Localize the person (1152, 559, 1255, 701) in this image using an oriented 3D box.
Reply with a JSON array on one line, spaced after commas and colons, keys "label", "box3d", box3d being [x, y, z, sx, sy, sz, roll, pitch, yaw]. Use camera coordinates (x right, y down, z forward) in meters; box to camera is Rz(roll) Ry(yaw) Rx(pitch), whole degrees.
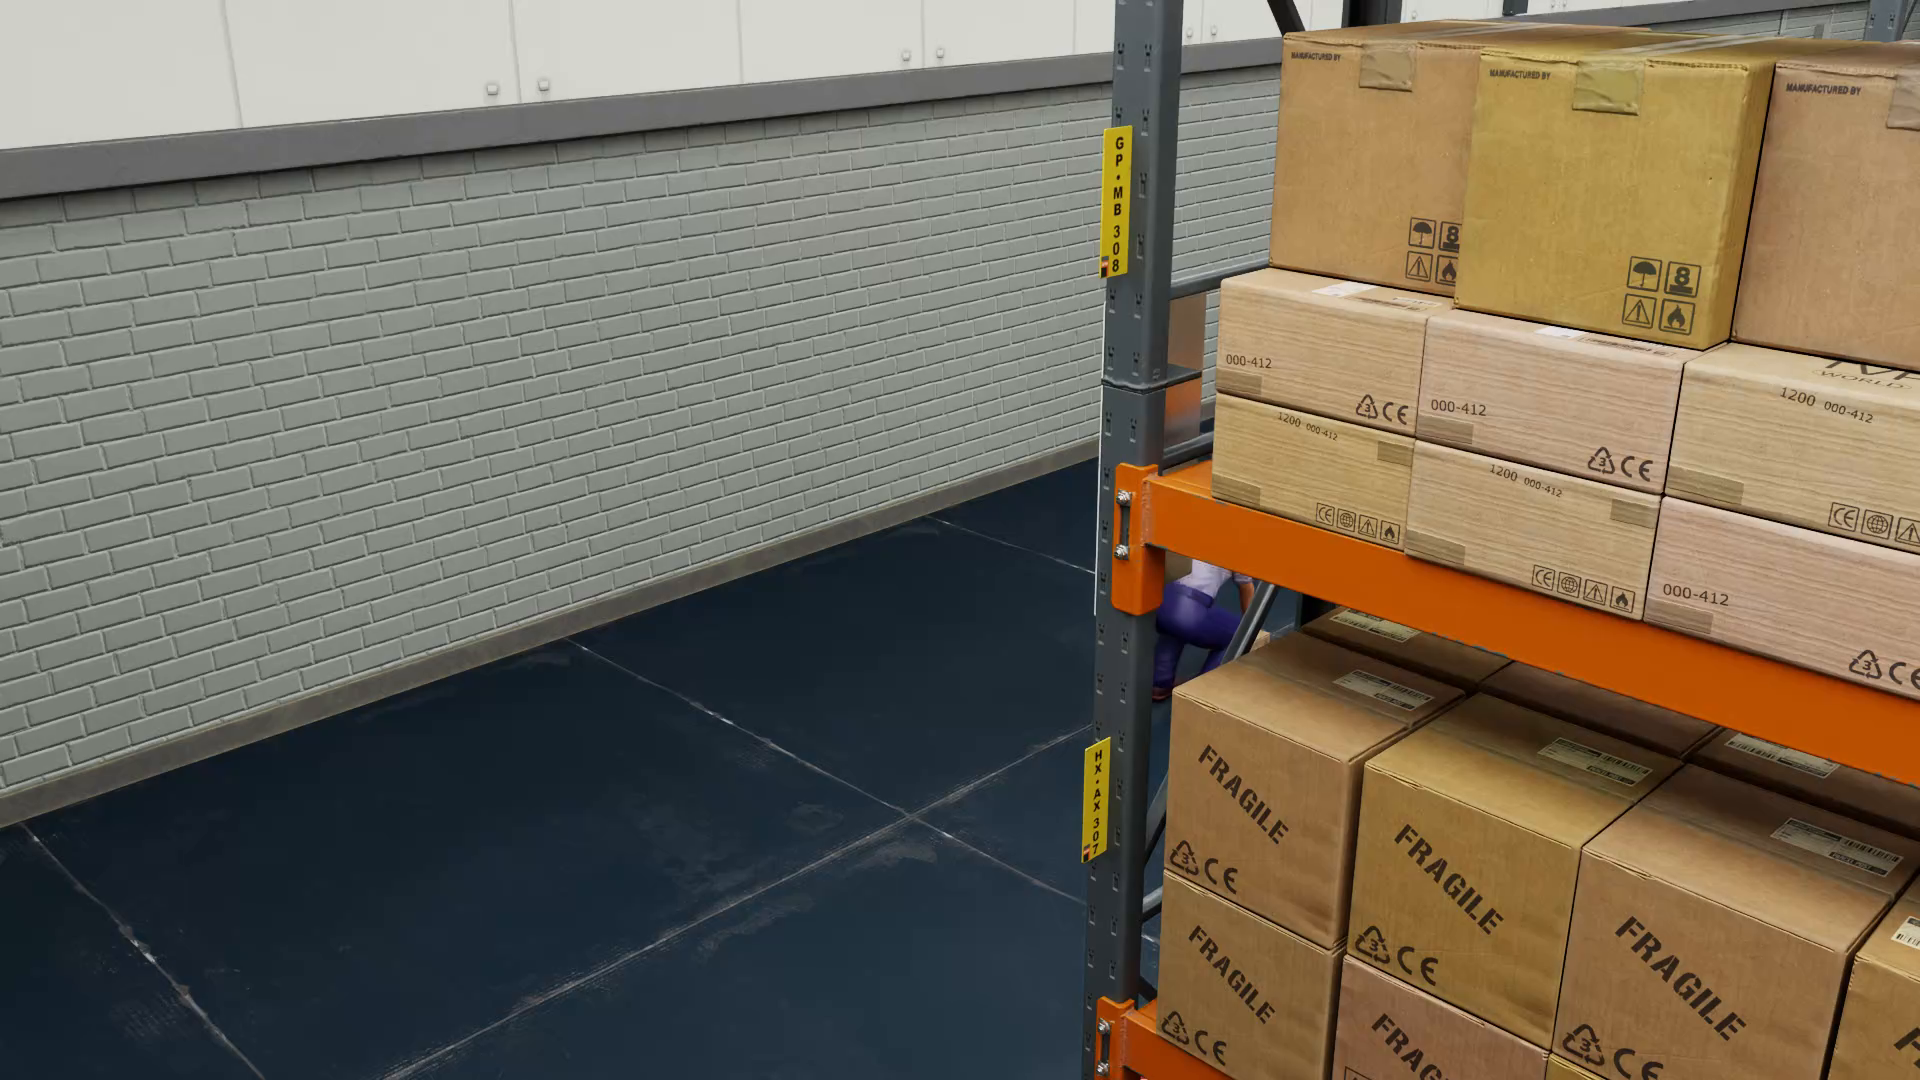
[{"label": "person", "box3d": [1.266, 0.338, 8.970, 0.540, 1.114, 0.771, 19, 28, 41]}]
